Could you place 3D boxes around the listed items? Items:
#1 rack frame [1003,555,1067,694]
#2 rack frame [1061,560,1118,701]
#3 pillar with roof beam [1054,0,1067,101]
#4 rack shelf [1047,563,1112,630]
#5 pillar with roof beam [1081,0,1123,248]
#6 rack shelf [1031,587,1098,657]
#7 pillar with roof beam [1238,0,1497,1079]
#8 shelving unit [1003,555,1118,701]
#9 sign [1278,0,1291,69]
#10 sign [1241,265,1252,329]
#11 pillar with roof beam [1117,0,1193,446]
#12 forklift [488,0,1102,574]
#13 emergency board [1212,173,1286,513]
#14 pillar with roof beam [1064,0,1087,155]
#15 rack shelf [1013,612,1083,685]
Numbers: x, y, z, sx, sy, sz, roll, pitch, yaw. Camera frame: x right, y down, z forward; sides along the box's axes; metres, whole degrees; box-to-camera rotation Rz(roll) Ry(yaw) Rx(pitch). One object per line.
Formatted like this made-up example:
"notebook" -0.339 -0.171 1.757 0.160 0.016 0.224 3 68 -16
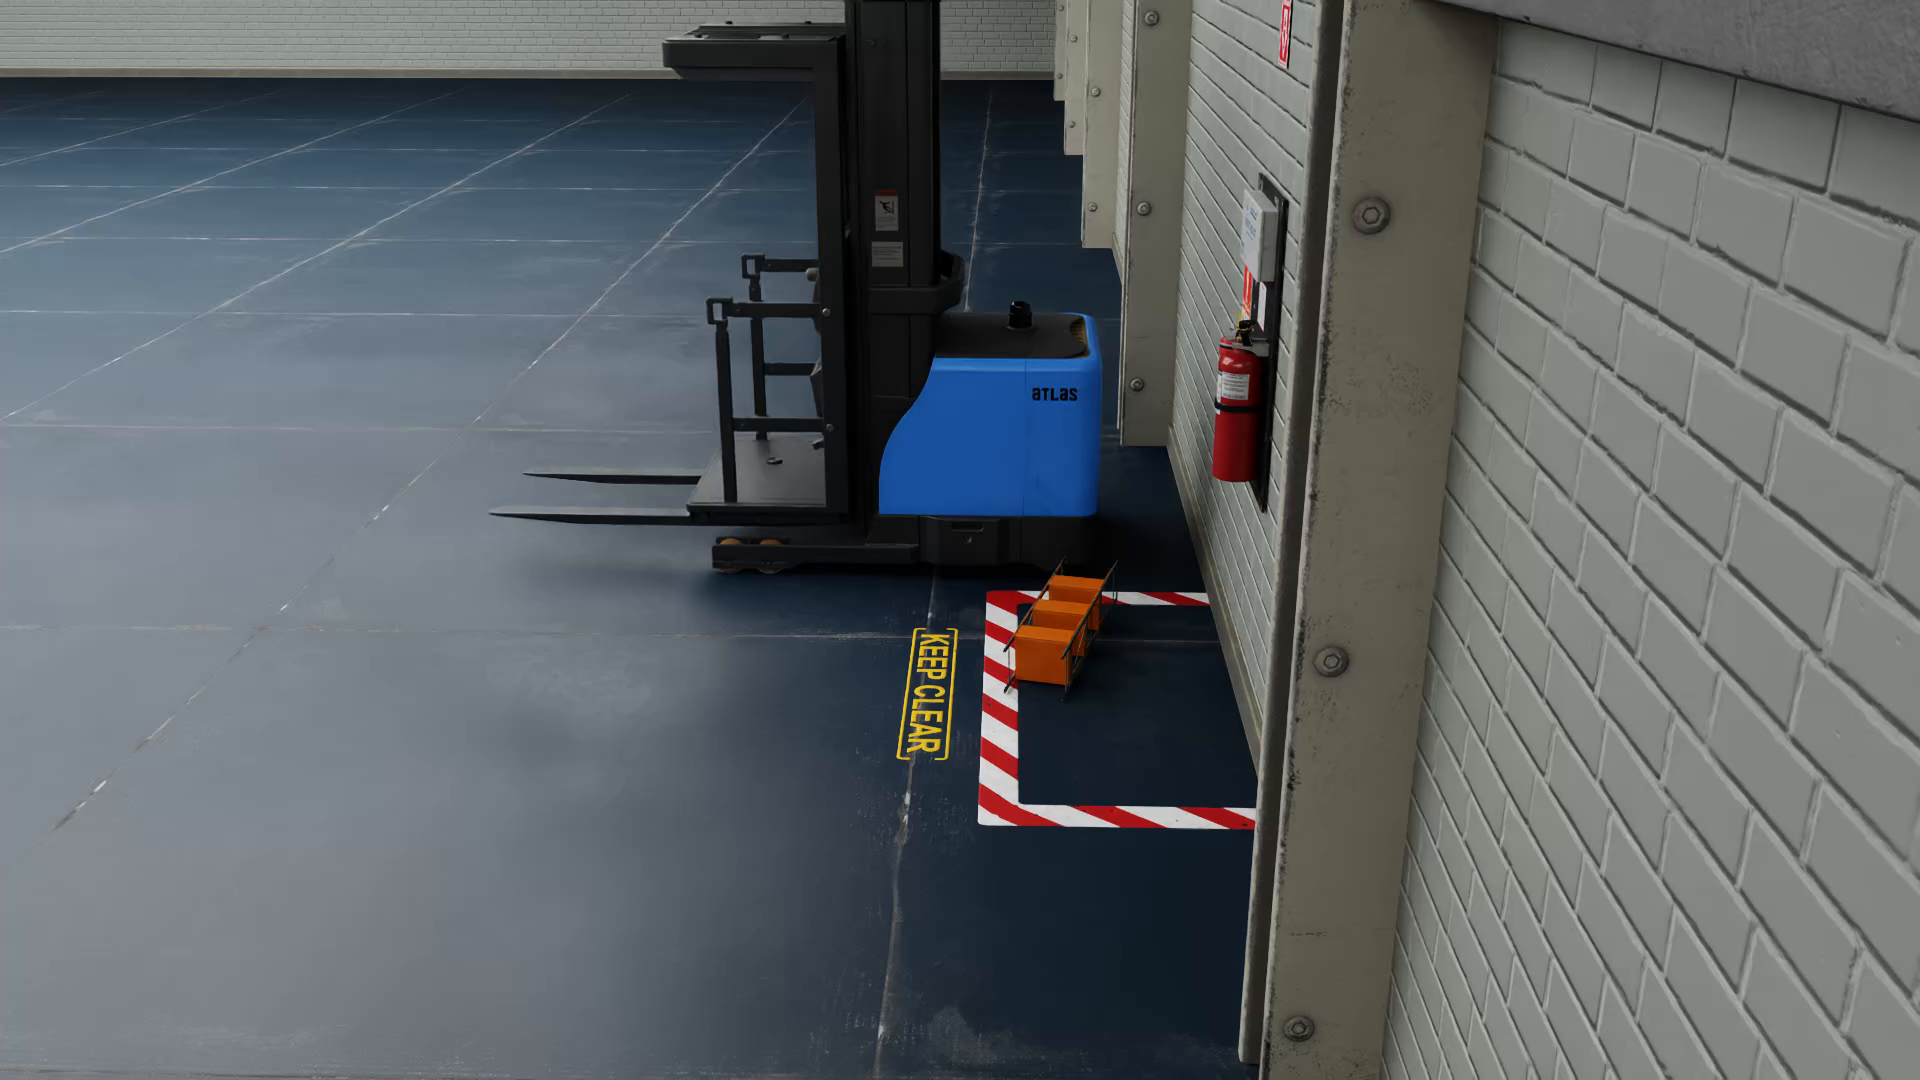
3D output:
"rack frame" 0.338 0.353 7.302 0.008 0.200 1.050 6 23 16
"rack frame" 0.571 0.376 7.233 0.008 0.200 1.050 6 23 16
"pillar with roof beam" -2.628 -11.386 25.435 9.100 9.000 0.400 1 21 2
"rack shelf" 0.540 0.260 7.523 0.240 0.215 0.259 6 23 16
"pillar with roof beam" -2.993 -7.048 14.253 9.100 9.000 0.400 1 21 2
"rack shelf" 0.458 0.360 7.277 0.240 0.215 0.259 6 23 16
"pillar with roof beam" -3.358 -2.709 3.070 9.100 9.000 0.400 1 21 2
"shelving unit" 0.454 0.364 7.268 0.252 0.215 1.050 6 23 16
"sign" 1.158 -1.840 5.921 0.001 0.298 0.199 1 21 2
"sign" 1.178 -0.973 6.841 0.001 0.329 0.234 1 21 2
"pillar with roof beam" -3.175 -4.878 8.661 9.100 9.000 0.400 1 21 2
"forklift" -0.820 -1.391 8.061 3.031 2.935 1.130 1 21 2
"emergency board" 1.058 -0.758 6.335 0.194 1.169 0.643 1 21 2
"pillar with roof beam" -2.810 -9.217 19.844 9.100 9.000 0.400 1 21 2
"rack shelf" 0.373 0.463 7.026 0.240 0.215 0.259 6 23 16
